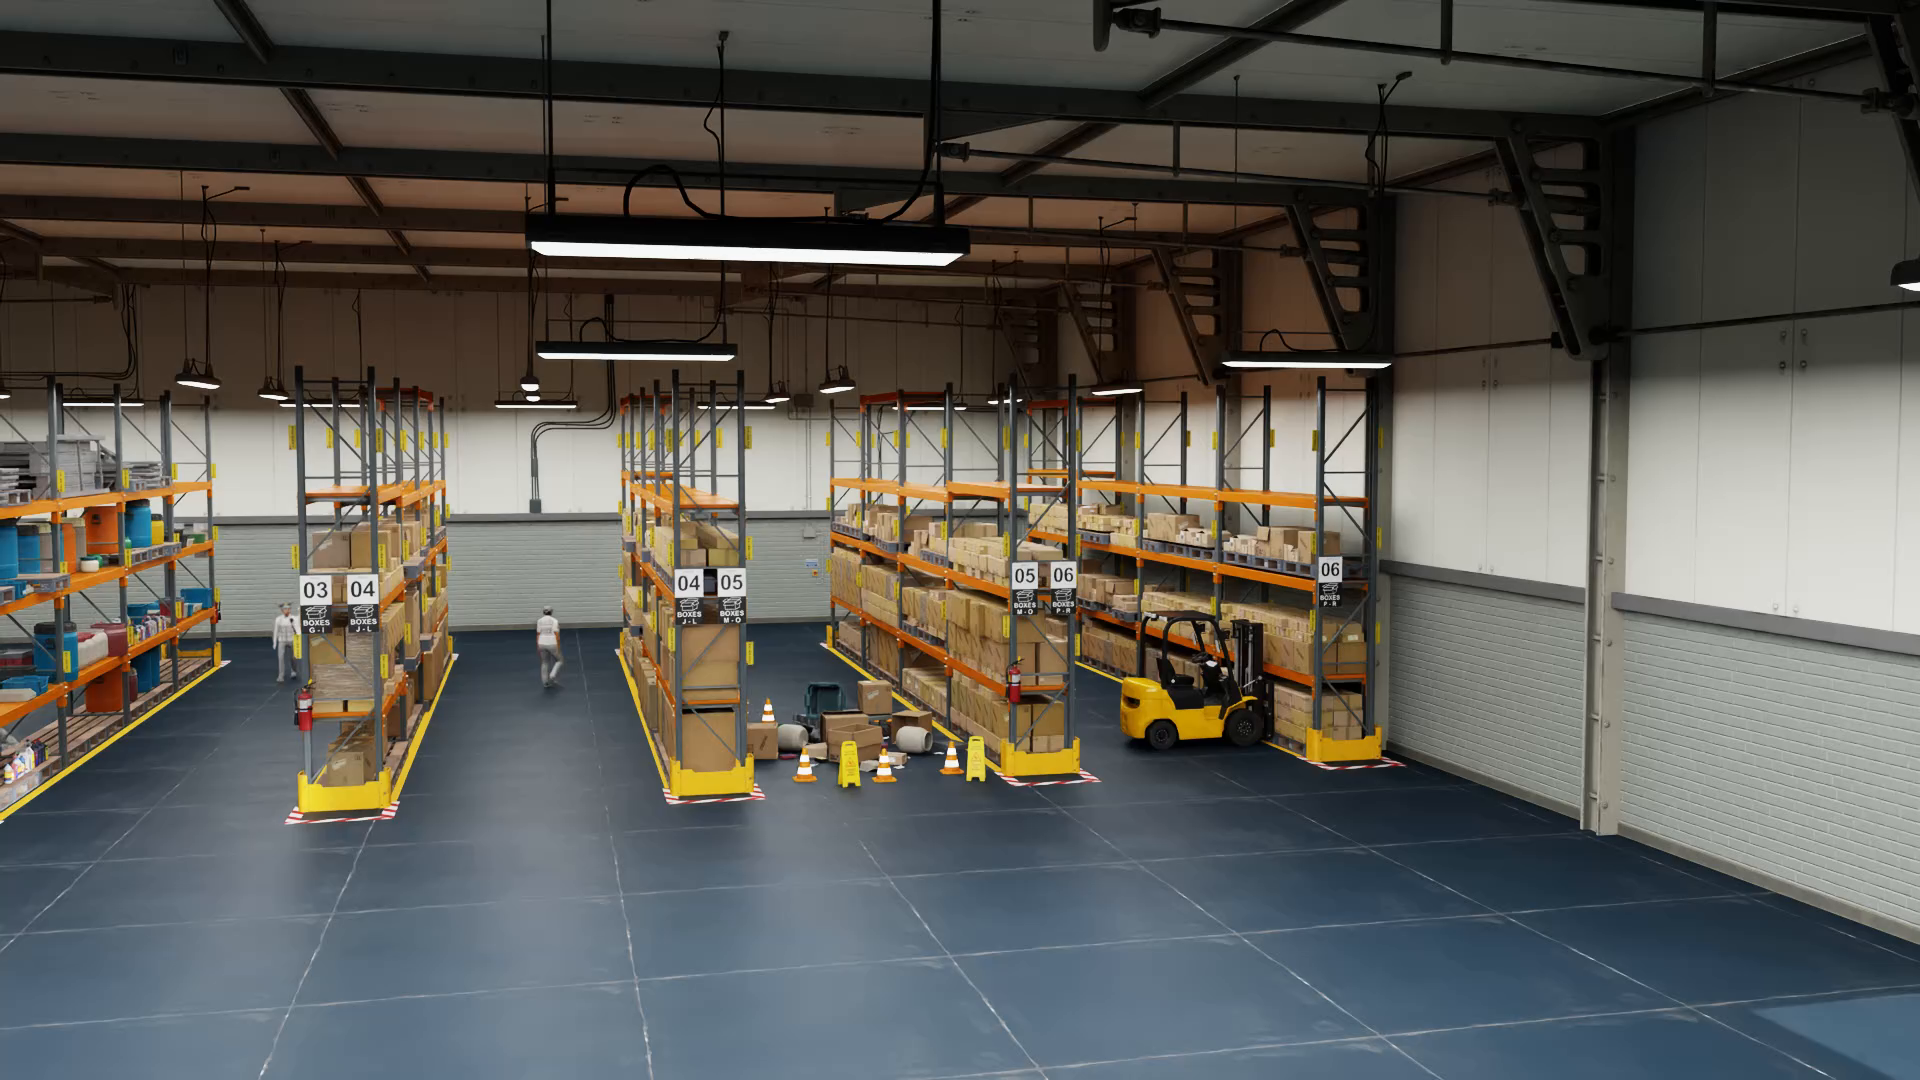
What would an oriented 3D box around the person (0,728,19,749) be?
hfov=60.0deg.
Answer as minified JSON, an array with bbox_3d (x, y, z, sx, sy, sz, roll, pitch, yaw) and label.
[{"bbox_3d":[-15.267,2.599,26.081,0.977,1.619,0.522,1,4,14],"label":"person"}]

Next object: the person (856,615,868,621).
[{"bbox_3d":[-2.436,1.672,42.547,0.842,1.549,0.388,-1,4,-24],"label":"person"}]

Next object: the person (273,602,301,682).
[{"bbox_3d":[-14.017,2.102,34.611,0.577,1.619,1.040,-1,3,-12],"label":"person"}]

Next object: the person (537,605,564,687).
[{"bbox_3d":[-8.345,2.161,33.757,0.523,1.660,0.489,1,4,15],"label":"person"}]
